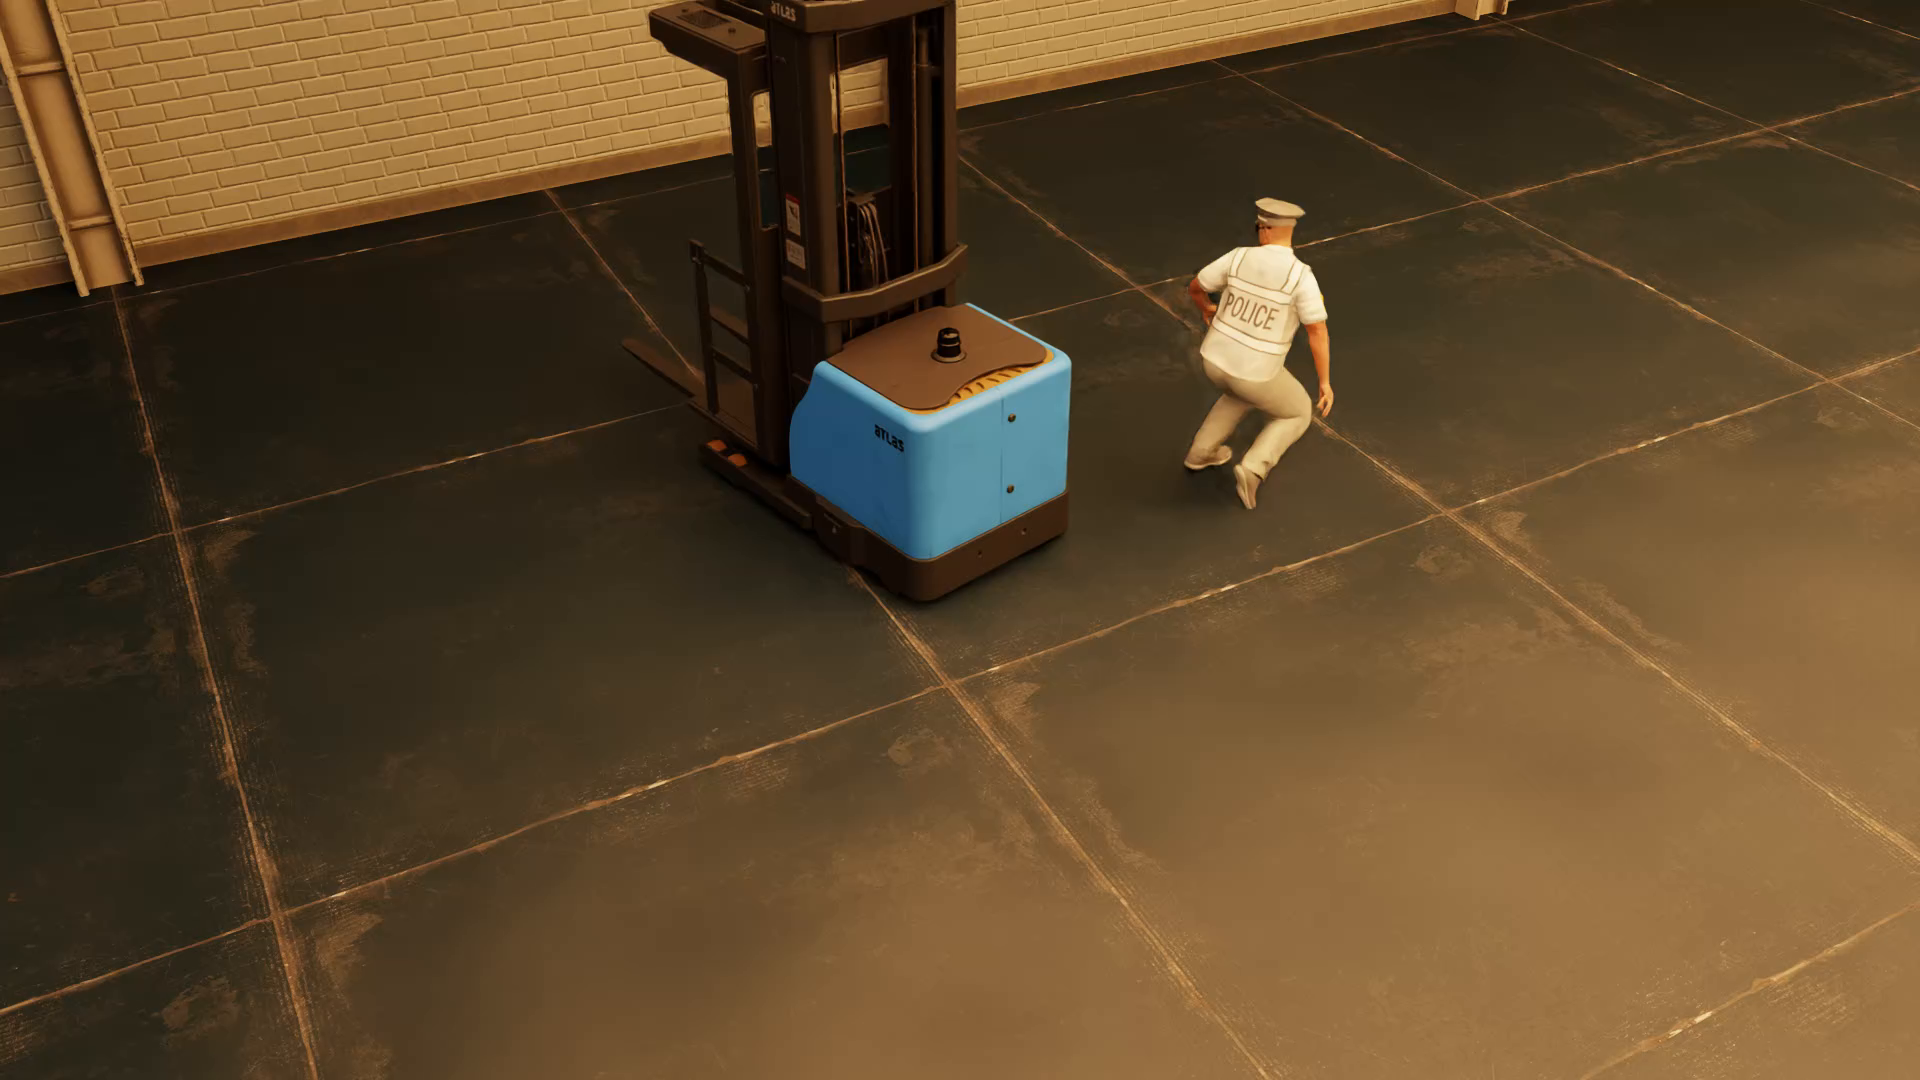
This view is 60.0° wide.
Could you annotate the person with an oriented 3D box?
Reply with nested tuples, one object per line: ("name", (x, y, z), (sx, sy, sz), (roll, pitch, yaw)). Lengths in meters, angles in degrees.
("person", (1.579, -0.935, 8.690), (0.973, 1.612, 0.568), (30, 45, 35))

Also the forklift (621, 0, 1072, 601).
("forklift", (-0.788, -1.672, 8.488), (1.130, 2.935, 3.031), (-27, 43, -32))
